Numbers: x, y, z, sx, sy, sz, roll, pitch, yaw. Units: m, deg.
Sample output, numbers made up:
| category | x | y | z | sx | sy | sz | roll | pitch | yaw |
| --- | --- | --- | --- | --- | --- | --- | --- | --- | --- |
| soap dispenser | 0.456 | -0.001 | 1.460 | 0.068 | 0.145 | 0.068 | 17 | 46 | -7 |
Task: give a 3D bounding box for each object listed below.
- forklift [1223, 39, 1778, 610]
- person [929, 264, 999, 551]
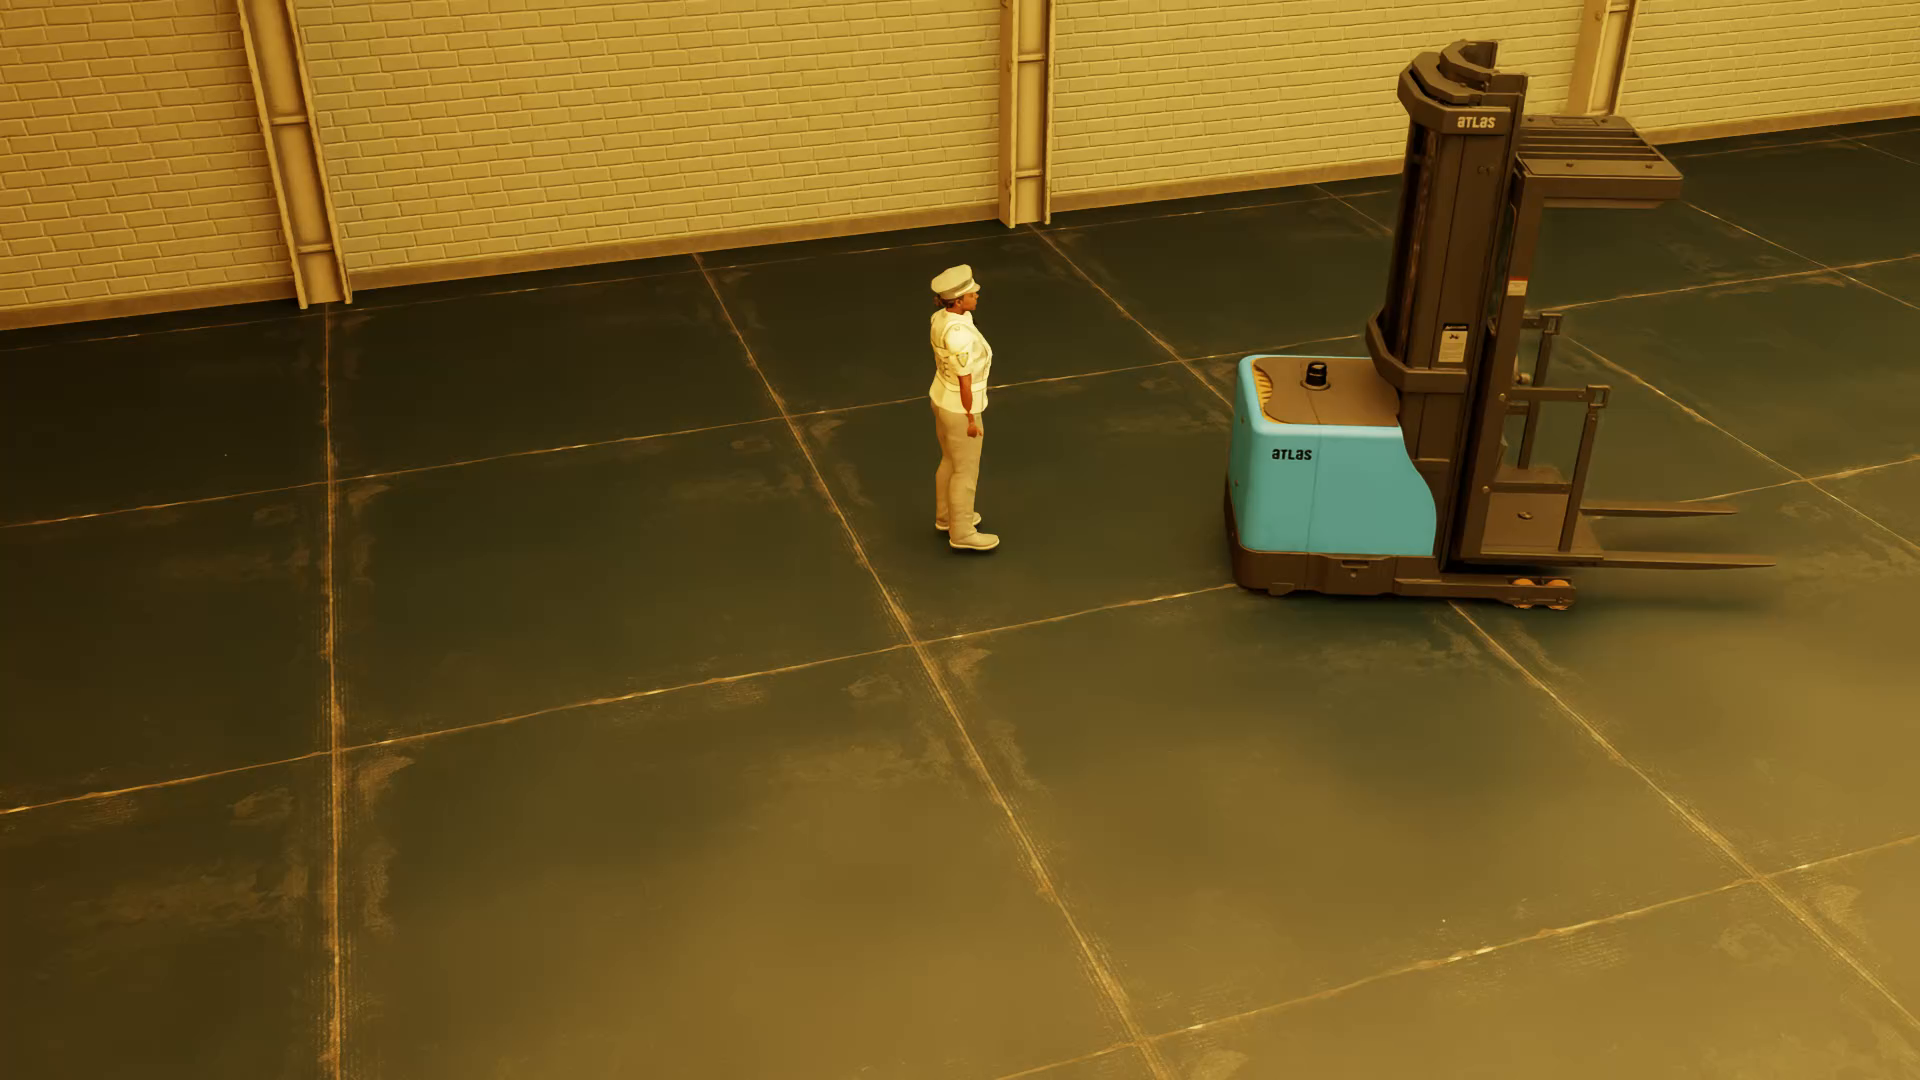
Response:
| category | x | y | z | sx | sy | sz | roll | pitch | yaw |
| --- | --- | --- | --- | --- | --- | --- | --- | --- | --- |
| forklift | 3.107 | -1.153 | 9.091 | 3.031 | 2.935 | 1.130 | 2 | 30 | 3 |
| person | 0.011 | -0.766 | 9.584 | 0.349 | 1.694 | 0.451 | -10 | 31 | -16 |
